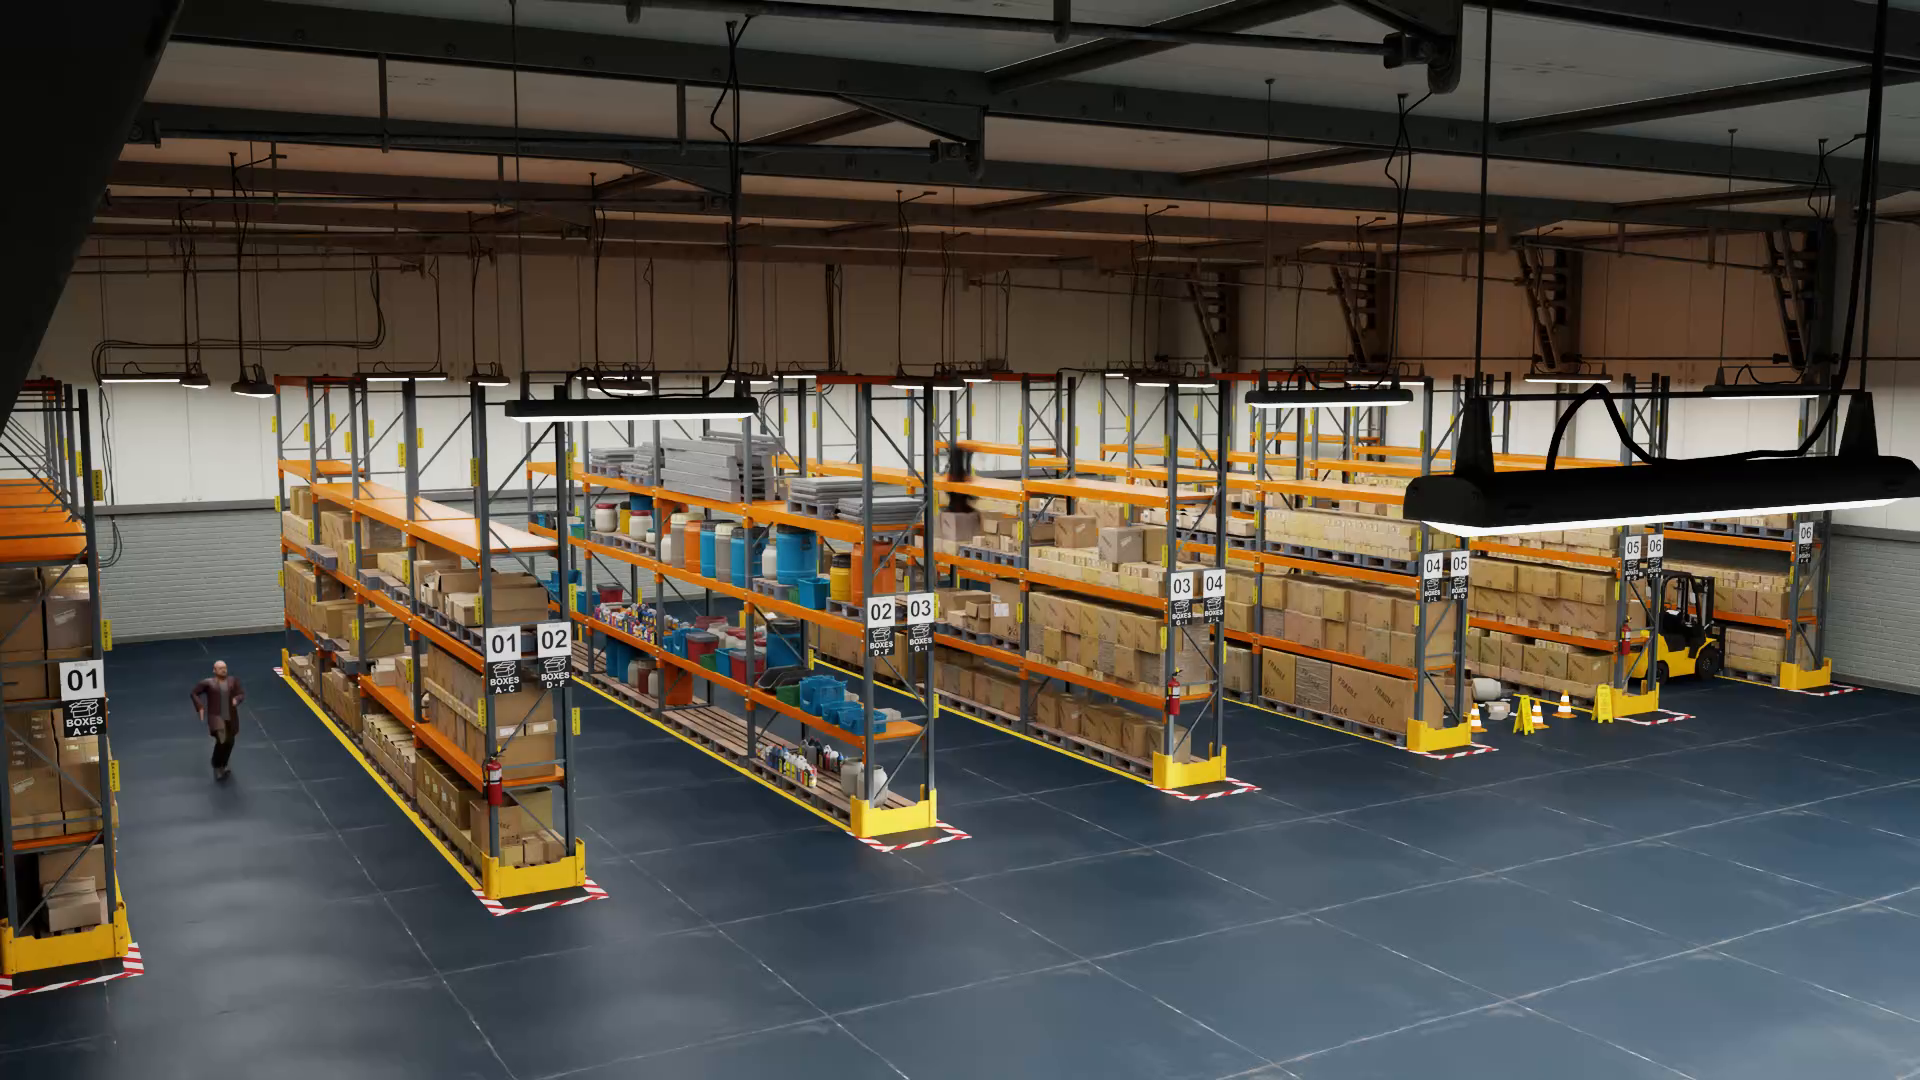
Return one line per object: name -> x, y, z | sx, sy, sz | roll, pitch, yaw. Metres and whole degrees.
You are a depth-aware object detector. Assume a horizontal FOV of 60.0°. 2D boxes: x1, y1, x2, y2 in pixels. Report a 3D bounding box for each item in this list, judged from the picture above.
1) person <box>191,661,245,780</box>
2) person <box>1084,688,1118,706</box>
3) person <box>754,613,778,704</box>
person -> -11.121, 2.714, 25.060 | 0.694, 1.790, 0.759 | -6, 9, -44
person -> 2.649, 2.234, 30.186 | 0.751, 1.714, 1.014 | -5, 8, -40
person -> -3.559, 2.162, 30.480 | 0.744, 1.709, 0.660 | 6, 8, 42
